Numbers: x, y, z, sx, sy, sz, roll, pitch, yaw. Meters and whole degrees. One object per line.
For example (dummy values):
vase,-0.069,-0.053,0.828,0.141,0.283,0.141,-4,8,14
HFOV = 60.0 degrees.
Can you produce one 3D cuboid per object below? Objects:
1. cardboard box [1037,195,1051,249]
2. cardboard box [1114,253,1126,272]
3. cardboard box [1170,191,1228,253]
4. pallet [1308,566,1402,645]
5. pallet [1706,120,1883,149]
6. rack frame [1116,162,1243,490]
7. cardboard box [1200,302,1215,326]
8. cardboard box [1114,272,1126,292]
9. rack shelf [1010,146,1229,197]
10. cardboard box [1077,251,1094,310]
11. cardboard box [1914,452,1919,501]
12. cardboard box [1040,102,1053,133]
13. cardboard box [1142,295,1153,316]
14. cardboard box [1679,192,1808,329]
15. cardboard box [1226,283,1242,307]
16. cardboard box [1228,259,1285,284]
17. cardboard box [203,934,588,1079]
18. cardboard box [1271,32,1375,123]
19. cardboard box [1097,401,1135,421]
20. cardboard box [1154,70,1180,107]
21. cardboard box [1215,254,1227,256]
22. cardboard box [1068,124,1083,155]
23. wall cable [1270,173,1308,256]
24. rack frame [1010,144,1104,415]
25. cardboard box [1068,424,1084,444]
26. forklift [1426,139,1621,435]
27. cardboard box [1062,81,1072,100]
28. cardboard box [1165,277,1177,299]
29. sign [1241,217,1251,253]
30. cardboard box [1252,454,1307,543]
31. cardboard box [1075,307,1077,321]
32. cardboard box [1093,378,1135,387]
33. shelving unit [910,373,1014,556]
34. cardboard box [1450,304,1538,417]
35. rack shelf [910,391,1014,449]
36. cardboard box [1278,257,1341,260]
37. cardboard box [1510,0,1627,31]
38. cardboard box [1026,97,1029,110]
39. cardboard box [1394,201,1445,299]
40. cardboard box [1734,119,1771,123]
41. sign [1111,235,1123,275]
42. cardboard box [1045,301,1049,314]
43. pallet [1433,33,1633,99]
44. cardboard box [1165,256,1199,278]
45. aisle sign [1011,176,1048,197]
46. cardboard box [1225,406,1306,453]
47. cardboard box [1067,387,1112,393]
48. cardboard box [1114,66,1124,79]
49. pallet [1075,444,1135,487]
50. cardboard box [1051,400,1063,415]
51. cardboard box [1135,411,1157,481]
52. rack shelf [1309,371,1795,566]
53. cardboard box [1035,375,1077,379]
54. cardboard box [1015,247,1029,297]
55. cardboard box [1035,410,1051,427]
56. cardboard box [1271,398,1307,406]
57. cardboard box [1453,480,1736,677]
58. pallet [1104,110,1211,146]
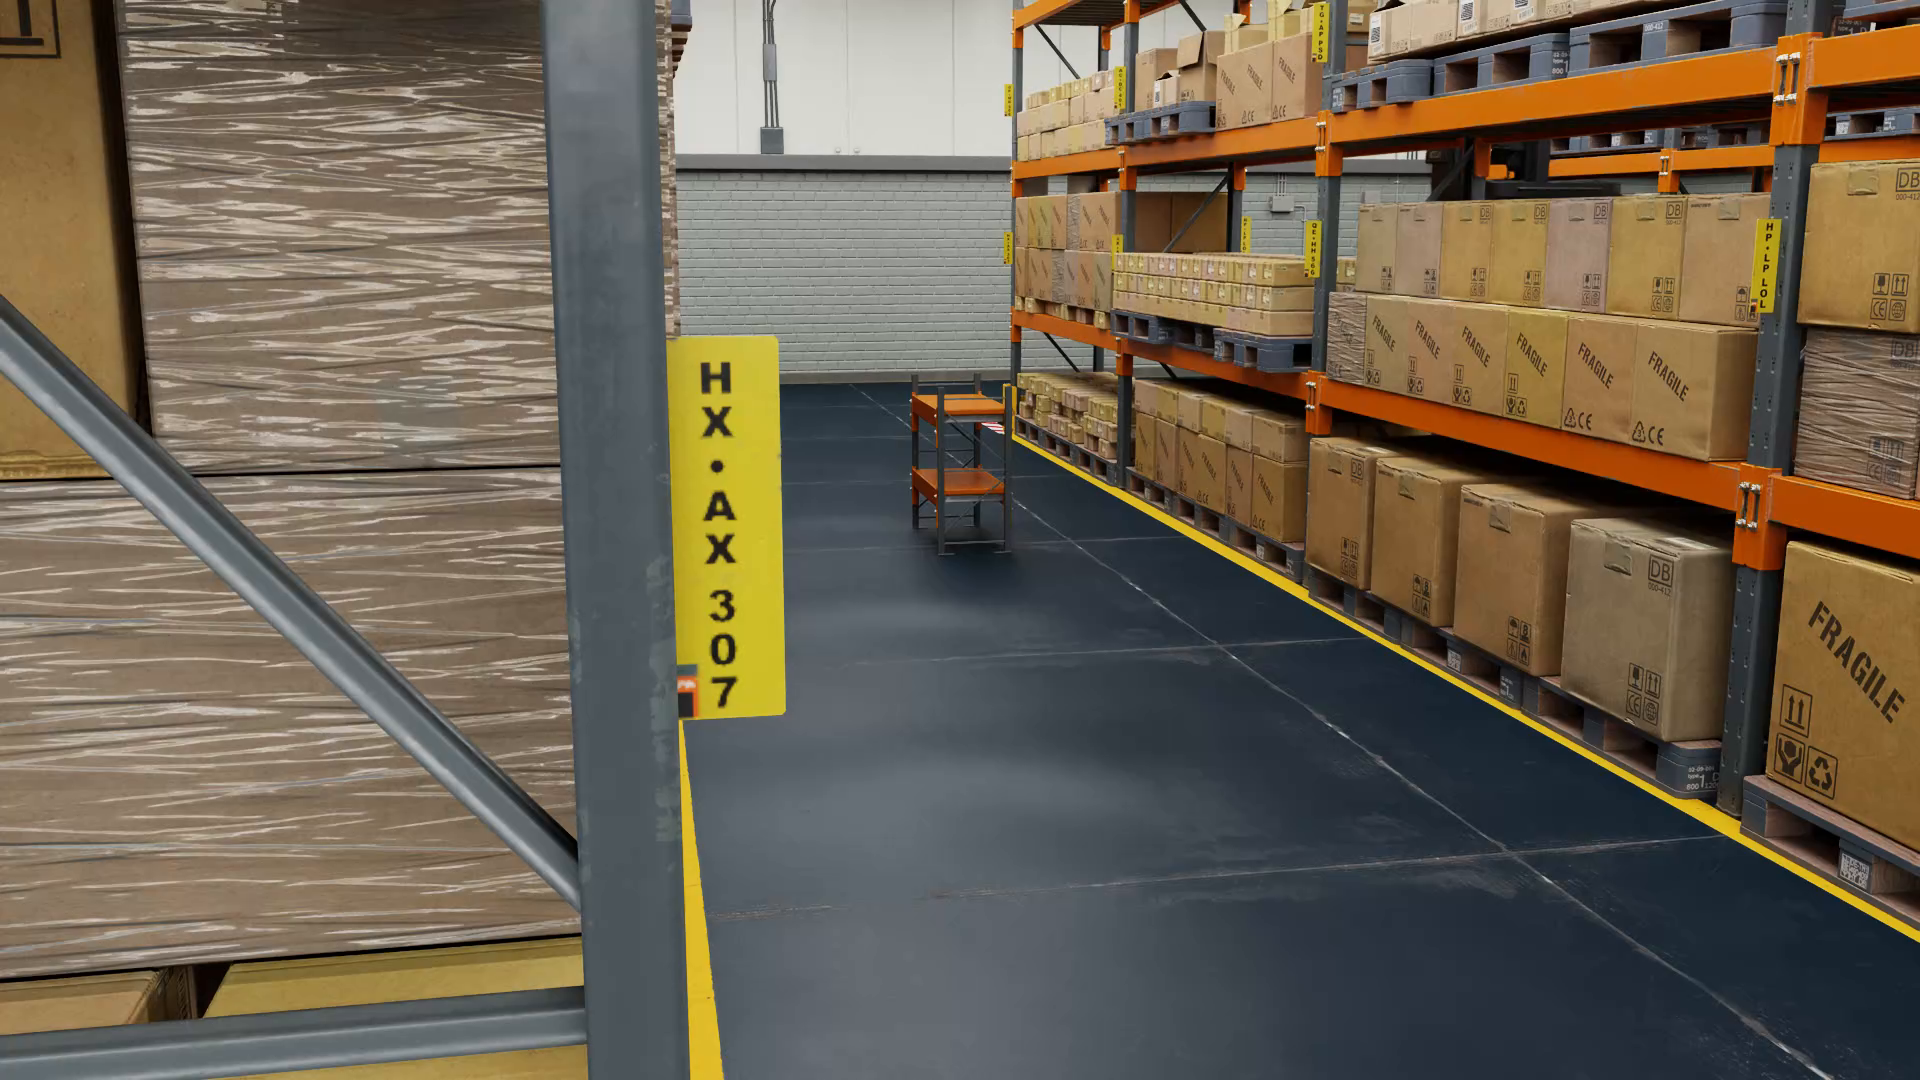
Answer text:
cardboard box,1.052,-3.065,16.040,0.500,0.500,0.500,-2,11,-12
cardboard box,1.444,-2.211,13.251,0.380,0.149,0.250,-2,11,-8
cardboard box,1.970,-2.703,14.140,0.500,0.500,0.500,-2,11,-10
pallet,2.676,0.325,9.422,1.003,0.211,1.213,-2,11,-11
pallet,6.881,-3.337,13.696,0.805,0.209,1.217,-3,11,-13
rack frame,1.819,-1.925,13.790,1.000,3.000,0.127,-2,11,-11
cardboard box,1.854,-1.536,11.294,0.380,0.149,0.250,-3,11,-14
cardboard box,1.444,-2.065,13.279,0.380,0.149,0.250,-2,11,-10
rack shelf,1.430,-3.412,15.504,1.077,0.370,4.000,-2,11,-11
cardboard box,1.348,-2.294,14.665,0.500,0.500,0.500,-2,11,-13
cardboard box,3.588,-0.364,5.188,0.875,0.550,0.550,-2,11,-11
cardboard box,1.060,-4.026,15.866,0.500,0.250,0.500,-2,11,-10
cardboard box,1.597,-1.777,12.557,0.380,0.149,0.250,-2,11,-10
cardboard box,3.273,-1.089,6.455,0.700,0.500,0.500,-2,11,-12
cardboard box,1.947,-1.592,10.791,0.380,0.149,0.250,-2,11,-10
cardboard box,1.954,-1.734,10.743,0.380,0.149,0.250,-2,11,-9
cardboard box,-0.554,0.500,1.720,0.380,0.149,0.250,-2,11,-11
cardboard box,2.237,-2.810,10.147,0.500,0.500,0.500,-2,11,-11
cardboard box,1.406,-1.125,14.493,0.380,0.149,0.250,-2,11,-10
cardboard box,1.784,-3.392,12.590,0.500,0.311,0.500,-2,11,-12
cardboard box,2.190,-2.137,12.861,0.380,0.149,0.250,-2,11,-13
cardboard box,1.274,-3.591,14.917,0.500,0.250,0.500,-2,11,-12
wall cable,4.757,-4.405,24.018,0.585,1.953,0.123,-2,11,-11
rack frame,1.041,-2.659,17.644,1.000,3.000,0.127,-2,11,-11
cardboard box,1.207,-0.980,15.327,0.380,0.149,0.250,-2,11,-11
forklift,4.368,-1.746,13.030,1.130,2.935,3.031,-3,11,-13
cardboard box,1.144,-4.096,15.170,0.380,0.149,0.250,-2,11,-12
cardboard box,1.704,-1.825,12.015,0.380,0.149,0.250,-2,11,-12
sign,2.363,-2.515,13.791,0.100,0.325,0.005,-2,11,-11
cardboard box,2.212,-0.281,10.714,0.500,0.500,0.500,-2,11,-11
cardboard box,1.278,-2.086,15.305,0.380,0.149,0.250,-2,11,-12
cardboard box,1.548,-1.528,16.614,0.380,0.149,0.250,-3,11,-13
shelving unit,-0.001,-0.554,11.598,0.538,1.125,1.048,-2,11,-11
cardboard box,2.713,-0.872,7.986,0.500,0.500,0.500,-2,11,-12
rack shelf,-0.001,-0.841,11.543,0.538,0.278,1.000,-2,11,-11
cardboard box,2.440,-1.900,11.612,0.380,0.149,0.250,-2,11,-9
cardboard box,2.818,-2.457,7.407,0.500,0.311,0.500,-3,11,-13
cardboard box,0.881,-4.433,16.938,0.380,0.149,0.250,-2,11,-11
cardboard box,2.774,-1.557,8.911,0.700,0.500,0.500,-2,11,-12
cardboard box,6.542,-3.681,13.599,0.500,0.500,0.500,-2,11,-12
sign,1.288,-2.329,13.598,0.100,0.325,0.005,-2,11,-11
cardboard box,1.057,-2.325,16.562,0.380,0.149,0.250,-2,11,-8
pallet,2.995,-2.251,7.985,1.003,0.211,1.213,-2,11,-8
cardboard box,1.697,-1.974,12.005,0.380,0.149,0.250,-2,11,-9
aisle sign,0.732,-3.939,17.414,0.394,0.787,0.004,-2,11,-11
cardboard box,2.098,-0.747,11.153,0.500,0.250,0.500,-2,11,-10
cardboard box,1.228,-1.365,15.758,0.380,0.149,0.250,-2,11,-11
cardboard box,1.490,-3.814,13.688,0.380,0.149,0.250,-3,11,-14
pallet,1.654,-0.677,14.691,1.003,0.211,1.213,-2,11,-11
cardboard box,1.112,-1.315,16.290,0.380,0.149,0.250,-3,11,-14
cardboard box,1.702,-0.758,13.221,0.500,0.500,0.500,-2,11,-9
rack shelf,2.986,-0.471,8.075,1.077,0.370,4.000,-2,11,-11
cardboard box,0.981,-1.602,17.003,0.380,0.149,0.250,-2,11,-10
cardboard box,0.857,-2.762,17.121,0.500,0.500,0.500,-2,11,-8
cardboard box,0.957,-1.216,16.563,0.380,0.149,0.250,-2,11,-10
cardboard box,2.518,-0.858,11.738,0.500,0.250,0.500,-2,11,-11
cardboard box,2.982,0.153,7.763,1.050,0.750,0.750,-2,11,-11
pallet,1.834,-3.190,12.911,1.213,0.211,1.003,-2,11,-11
